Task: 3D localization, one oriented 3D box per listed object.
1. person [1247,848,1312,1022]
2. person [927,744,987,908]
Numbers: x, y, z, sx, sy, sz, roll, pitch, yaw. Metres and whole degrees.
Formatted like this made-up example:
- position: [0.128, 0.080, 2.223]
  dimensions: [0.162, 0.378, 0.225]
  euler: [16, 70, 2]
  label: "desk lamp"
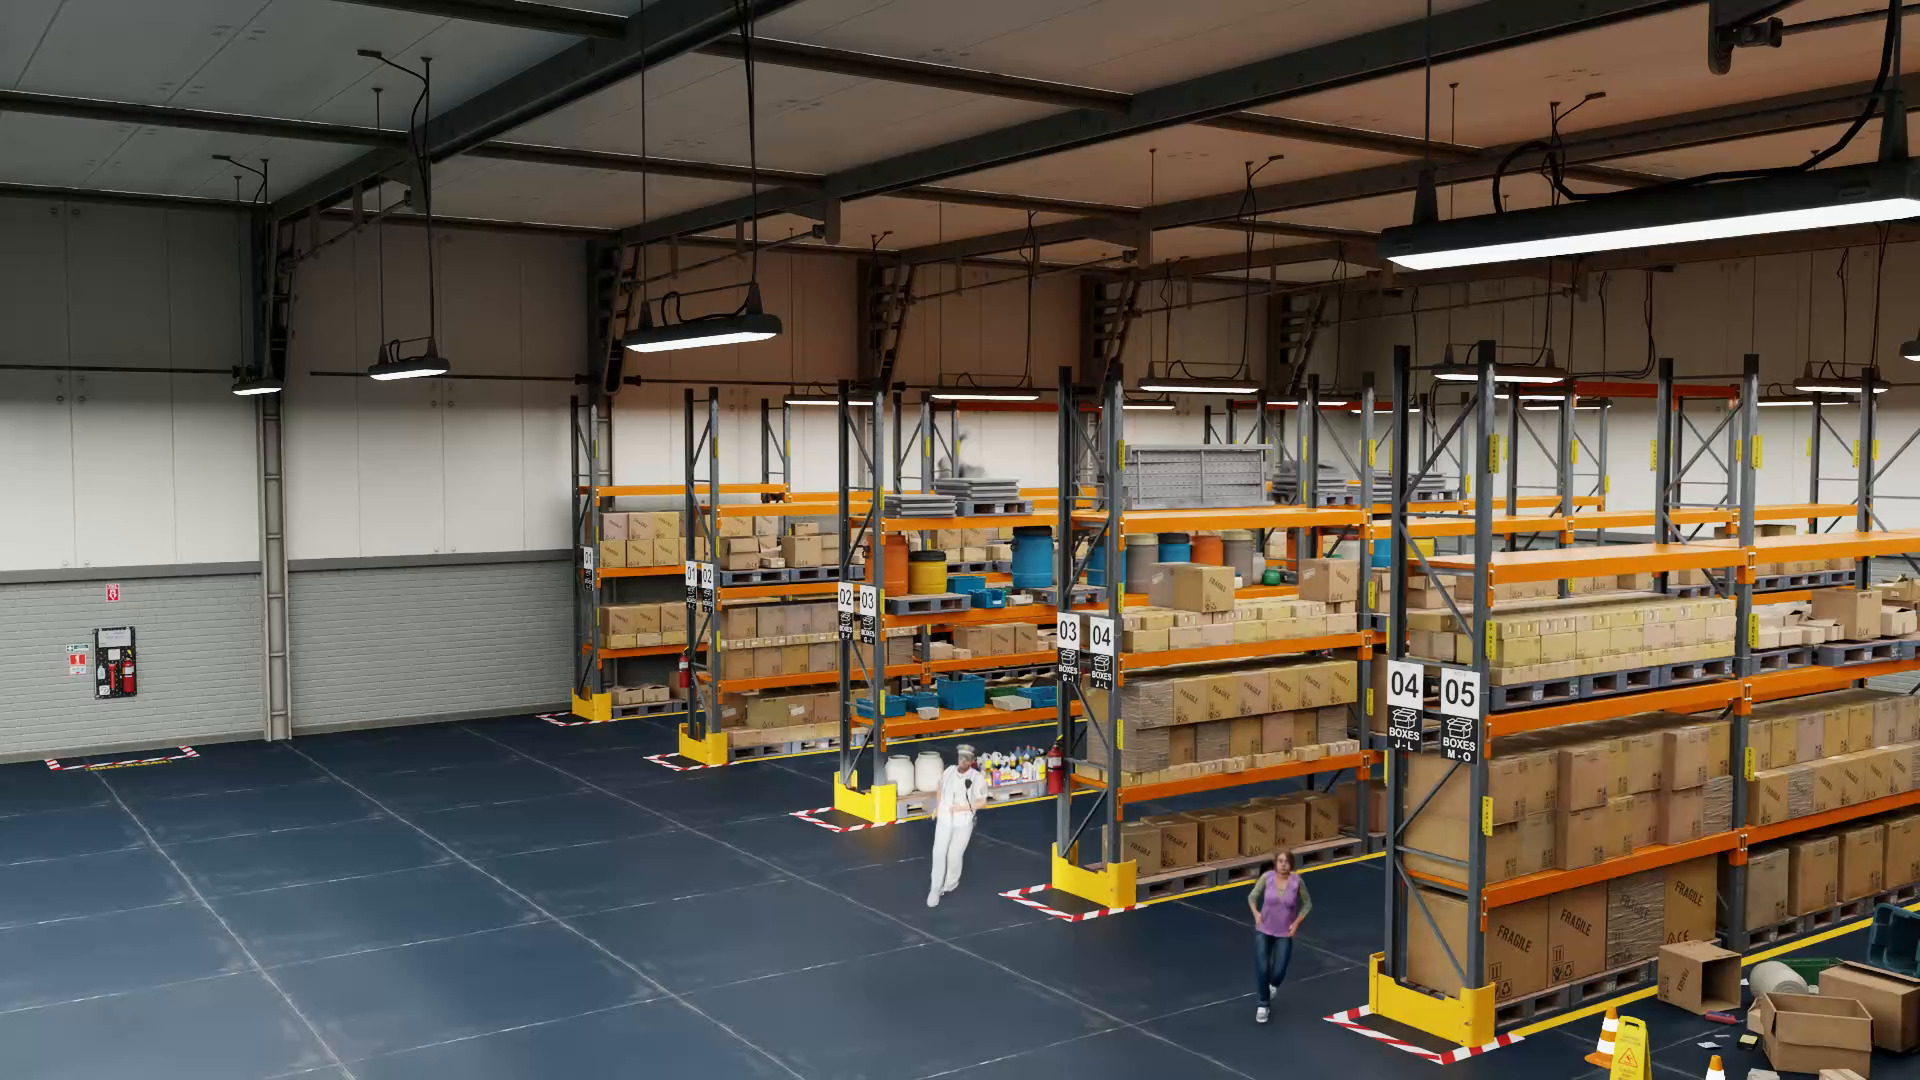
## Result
- position: [2.842, 3.512, 14.837]
  dimensions: [0.564, 1.550, 0.585]
  euler: [1, 4, 17]
  label: "person"
- position: [-0.019, 3.165, 18.632]
  dimensions: [0.660, 1.776, 0.721]
  euler: [1, 4, 12]
  label: "person"
